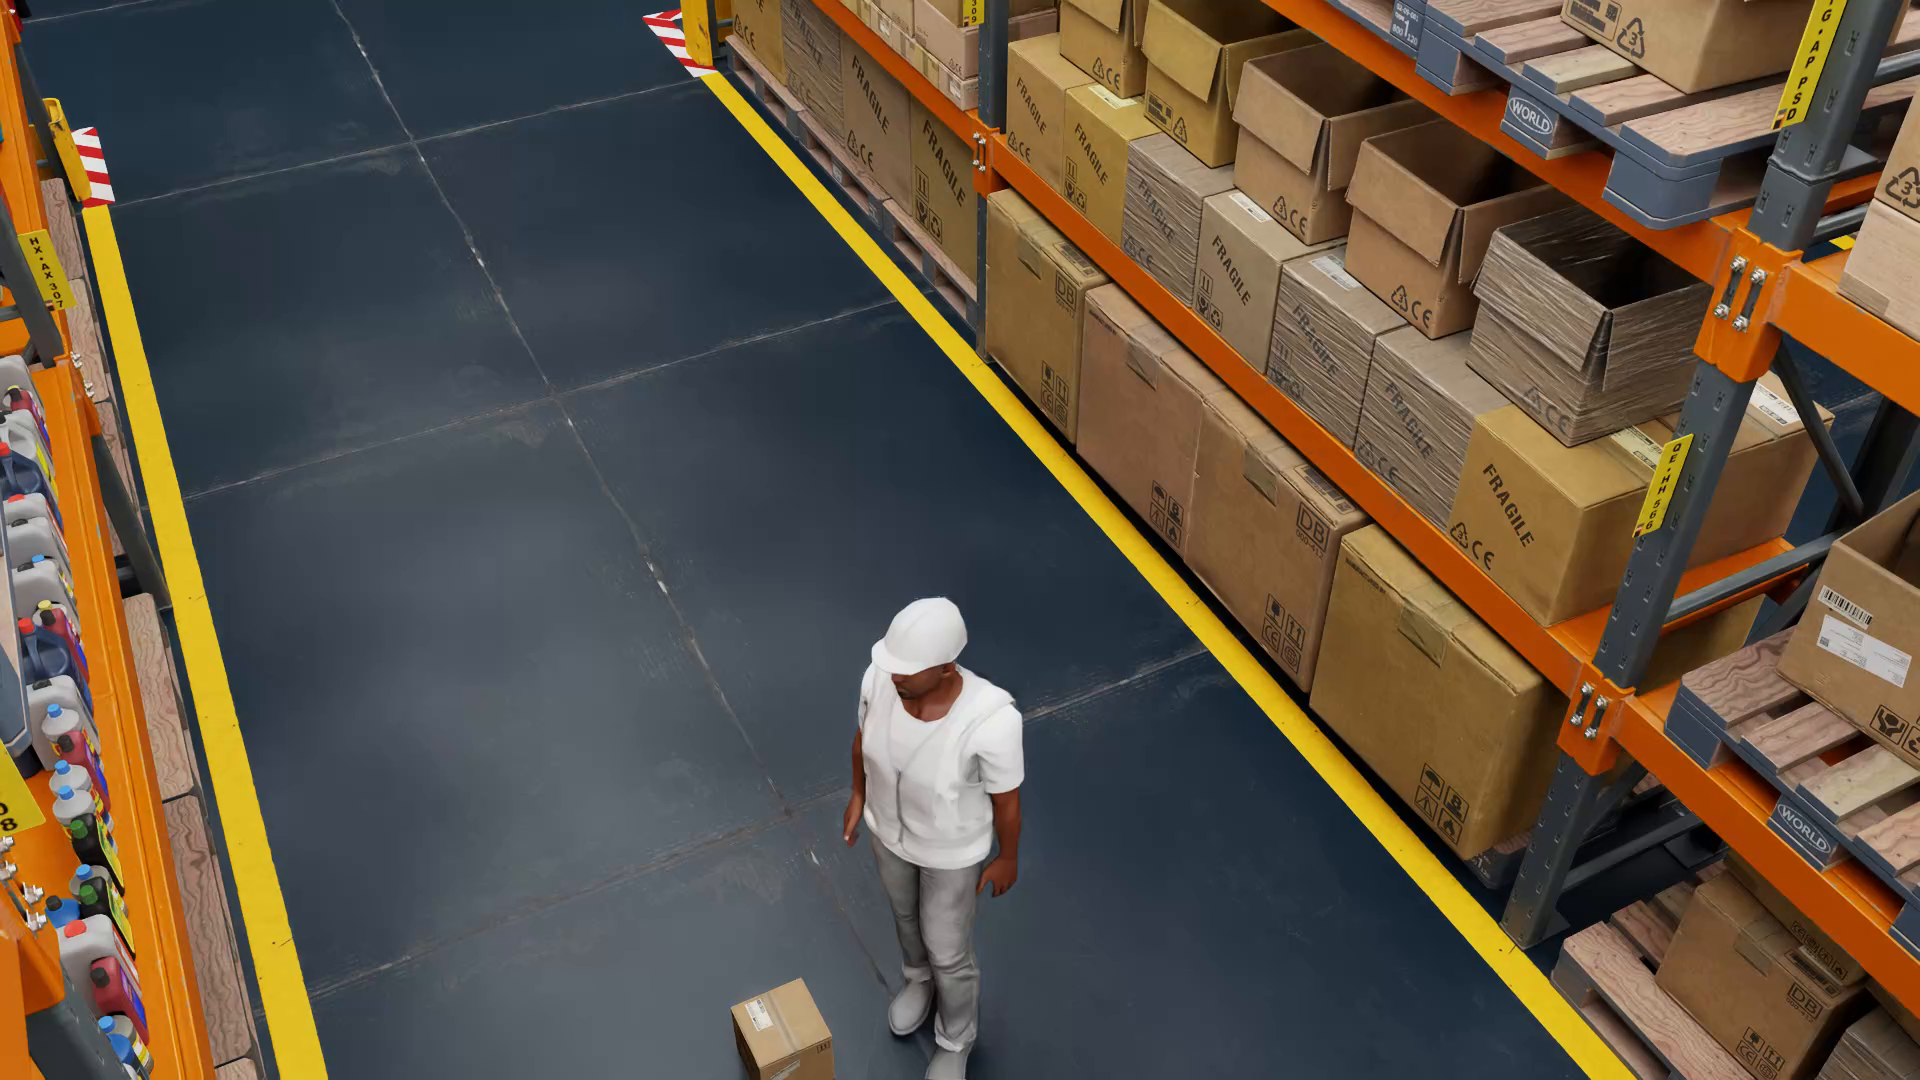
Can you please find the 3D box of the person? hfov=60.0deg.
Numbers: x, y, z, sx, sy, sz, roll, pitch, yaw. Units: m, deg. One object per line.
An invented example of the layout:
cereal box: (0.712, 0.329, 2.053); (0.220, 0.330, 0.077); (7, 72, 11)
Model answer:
person: (-0.141, 0.929, 5.059); (0.599, 1.778, 0.542); (25, 47, 26)
